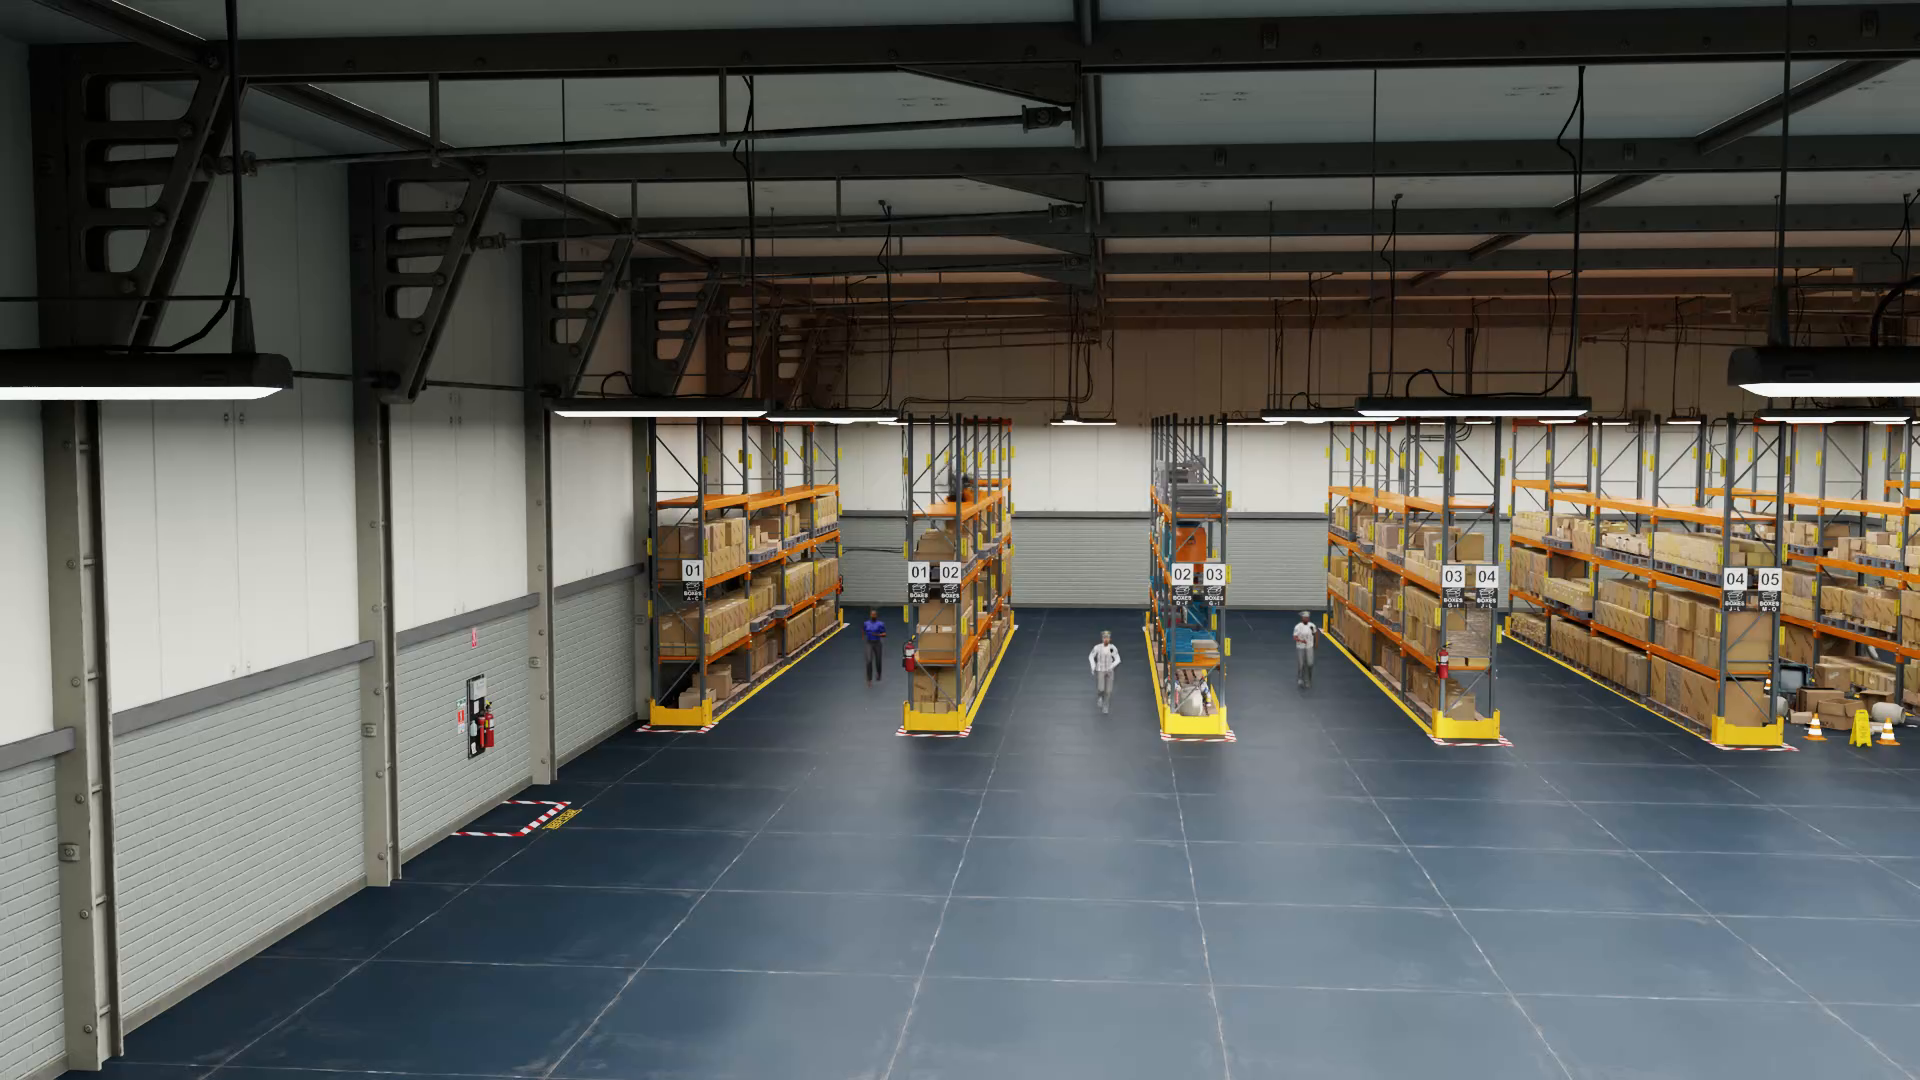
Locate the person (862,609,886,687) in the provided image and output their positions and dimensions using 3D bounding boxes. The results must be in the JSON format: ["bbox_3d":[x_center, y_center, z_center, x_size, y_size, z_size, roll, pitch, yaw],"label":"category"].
[{"bbox_3d":[-1.910,2.366,36.777,0.570,1.650,0.929,0,4,3],"label":"person"}]

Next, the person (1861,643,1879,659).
[{"bbox_3d":[22.014,2.102,40.299,0.686,1.810,0.987,0,4,-5],"label":"person"}]

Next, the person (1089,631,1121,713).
[{"bbox_3d":[2.895,2.629,33.134,0.615,1.658,0.541,0,4,-1],"label":"person"}]

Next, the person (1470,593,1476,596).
[{"bbox_3d":[13.999,1.826,46.056,0.617,1.617,0.604,1,4,11],"label":"person"}]

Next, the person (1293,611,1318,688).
[{"bbox_3d":[7.652,2.425,36.751,0.590,1.734,0.695,0,4,2],"label":"person"}]
